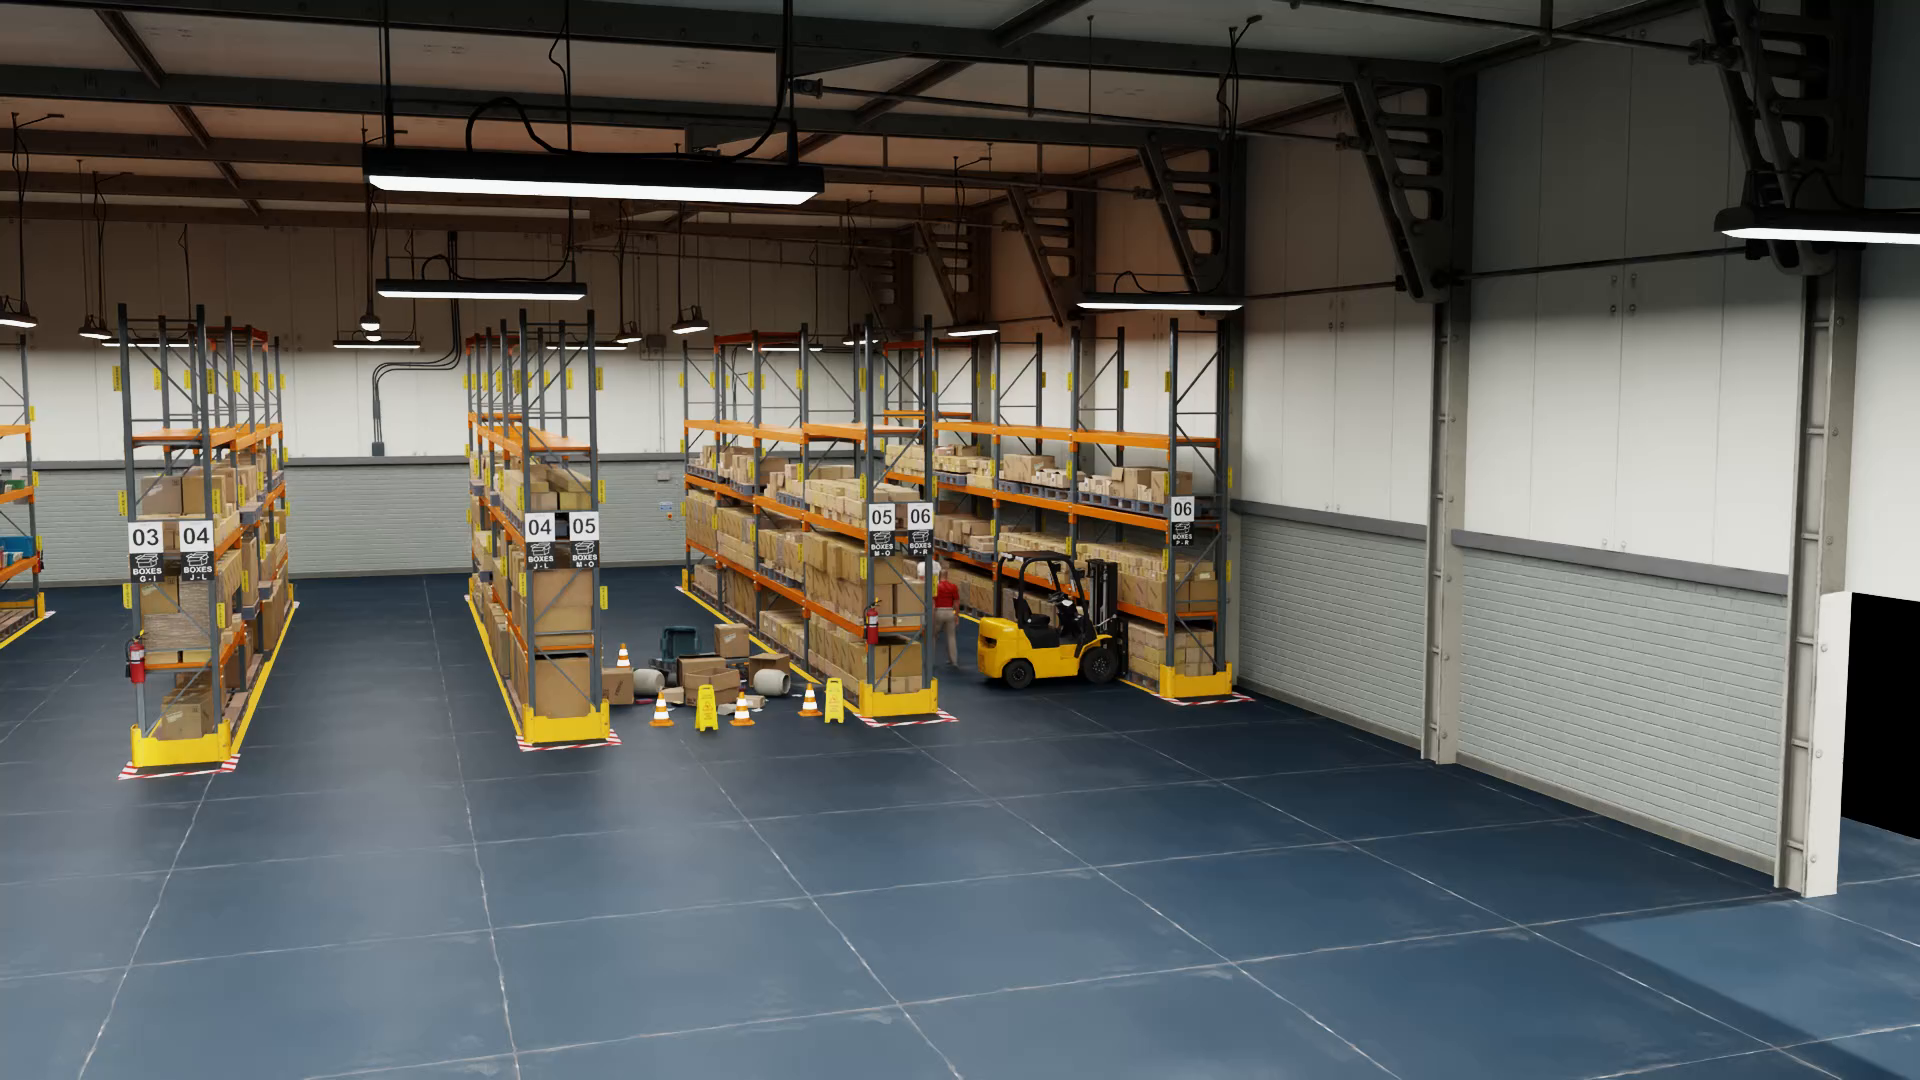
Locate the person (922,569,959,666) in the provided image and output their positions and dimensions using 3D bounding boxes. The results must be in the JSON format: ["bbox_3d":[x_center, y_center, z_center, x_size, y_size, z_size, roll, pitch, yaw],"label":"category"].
[{"bbox_3d":[-0.320,1.368,29.389,0.638,1.716,0.792,-2,6,-23],"label":"person"}]

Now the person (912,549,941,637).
[{"bbox_3d":[-0.601,1.063,32.641,0.584,1.813,0.609,-3,6,-29],"label":"person"}]
